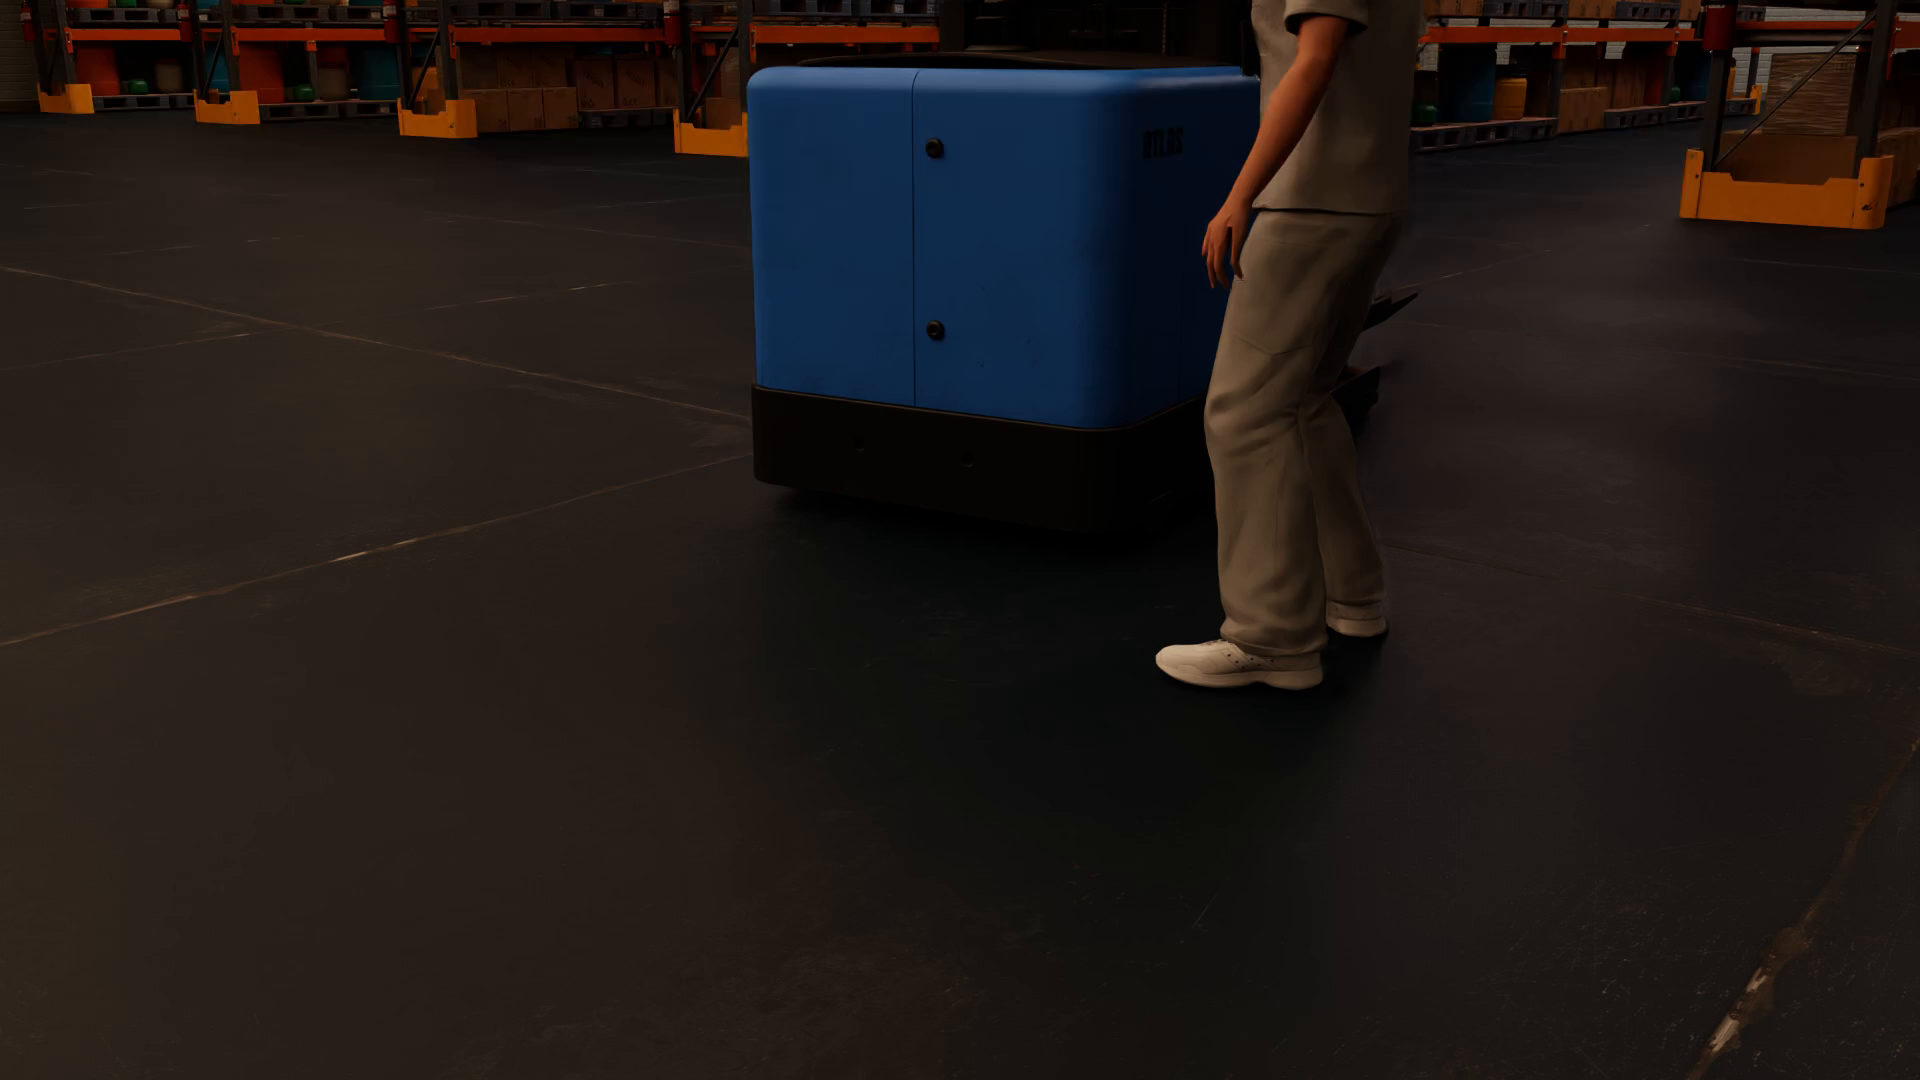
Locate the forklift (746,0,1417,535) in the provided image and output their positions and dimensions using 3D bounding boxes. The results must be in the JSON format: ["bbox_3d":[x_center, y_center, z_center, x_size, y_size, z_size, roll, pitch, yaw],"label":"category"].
[{"bbox_3d":[0.657,-1.791,4.794,1.130,2.935,3.031,10,19,29],"label":"forklift"}]

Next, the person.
[{"bbox_3d":[0.651,-0.589,3.045,0.327,1.650,0.679,9,19,26],"label":"person"}]
